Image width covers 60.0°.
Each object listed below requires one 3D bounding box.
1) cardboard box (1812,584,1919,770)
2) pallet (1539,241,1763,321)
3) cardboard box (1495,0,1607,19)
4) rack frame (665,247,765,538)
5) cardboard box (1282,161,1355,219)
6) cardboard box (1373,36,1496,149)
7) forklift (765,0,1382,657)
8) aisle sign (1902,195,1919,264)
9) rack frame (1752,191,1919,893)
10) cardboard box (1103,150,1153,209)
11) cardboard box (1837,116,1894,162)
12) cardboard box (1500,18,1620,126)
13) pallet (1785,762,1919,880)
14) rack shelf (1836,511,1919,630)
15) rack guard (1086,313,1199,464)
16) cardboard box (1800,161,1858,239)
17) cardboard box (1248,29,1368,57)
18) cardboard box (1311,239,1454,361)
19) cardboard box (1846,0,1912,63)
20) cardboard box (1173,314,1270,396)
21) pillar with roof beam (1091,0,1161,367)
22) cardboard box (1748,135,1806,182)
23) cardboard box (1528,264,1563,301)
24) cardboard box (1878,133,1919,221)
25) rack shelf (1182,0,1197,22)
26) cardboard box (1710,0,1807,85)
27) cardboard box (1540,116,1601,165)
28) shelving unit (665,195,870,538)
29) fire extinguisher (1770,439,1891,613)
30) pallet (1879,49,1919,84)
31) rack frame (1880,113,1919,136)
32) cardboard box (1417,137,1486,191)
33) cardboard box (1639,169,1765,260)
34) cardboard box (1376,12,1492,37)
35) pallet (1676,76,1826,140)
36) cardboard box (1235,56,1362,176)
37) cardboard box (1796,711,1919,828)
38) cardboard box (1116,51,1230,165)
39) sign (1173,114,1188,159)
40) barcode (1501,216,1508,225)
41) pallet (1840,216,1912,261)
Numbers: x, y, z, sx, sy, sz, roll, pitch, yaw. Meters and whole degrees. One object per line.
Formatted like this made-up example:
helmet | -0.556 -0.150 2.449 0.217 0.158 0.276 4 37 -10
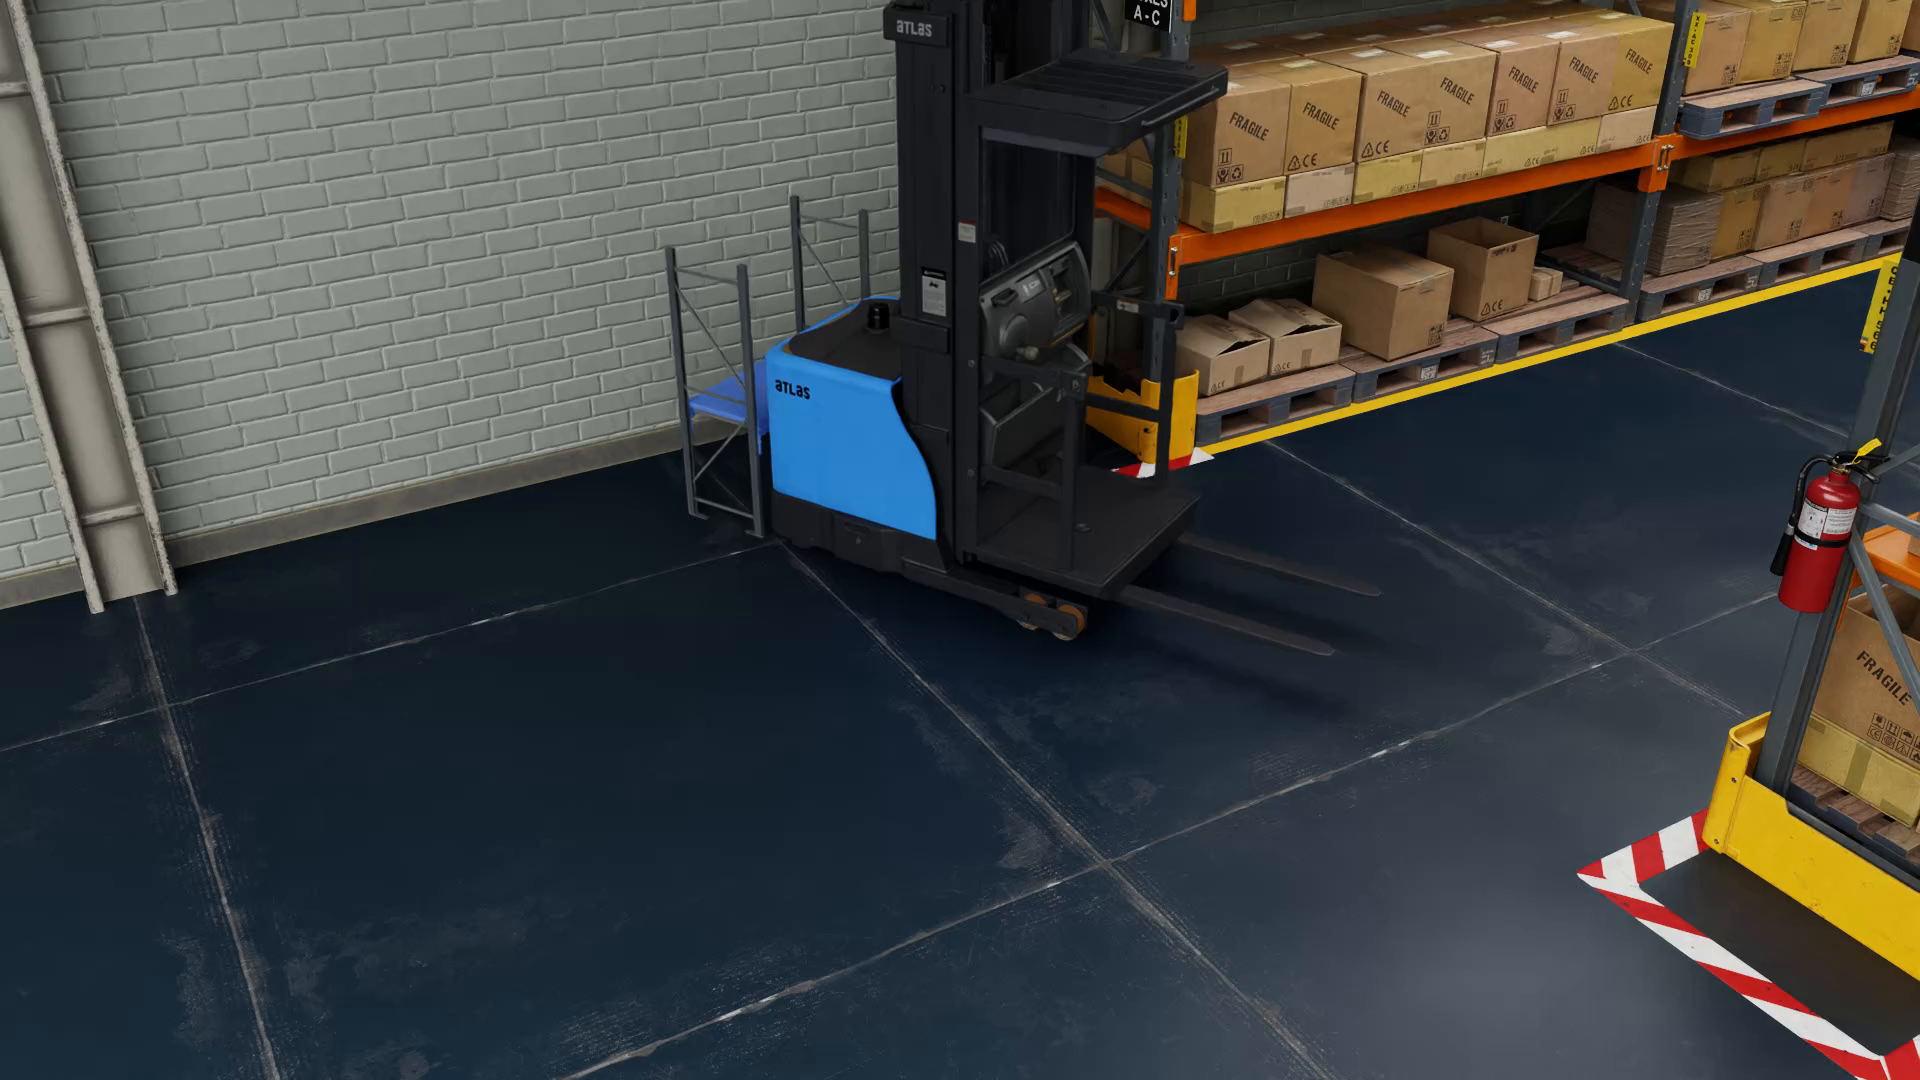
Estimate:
cardboard box | 3.698 0.496 6.381 0.500 0.500 0.500 -16 33 -26
pallet | 4.993 -1.952 12.069 1.213 0.211 1.003 -16 33 -26
cardboard box | 3.811 -3.225 10.848 0.500 0.500 0.500 -17 33 -27
rack frame | -1.251 -0.738 8.534 0.500 1.500 0.032 17 33 28
cardboard box | 1.895 -2.066 9.524 0.500 0.250 0.500 -17 33 -28
cardboard box | 2.756 -2.638 9.784 0.500 0.500 0.500 -15 32 -25
forklift | 0.535 -1.100 7.709 3.031 2.935 1.130 17 33 28
aisle sign | 3.181 -1.185 5.101 0.004 0.787 0.394 -16 33 -26
rack frame | 3.386 0.060 5.537 0.127 3.000 1.000 -16 33 -26
cardboard box | 1.178 -2.141 9.660 0.500 0.250 0.500 -15 32 -26
cardboard box | 6.653 -3.076 12.575 0.500 0.250 0.500 -15 32 -25
cardboard box | 3.644 -2.884 10.230 0.500 0.500 0.500 -16 33 -27
pallet | 4.024 1.076 6.582 1.213 0.211 1.003 -16 33 -26
rack shelf | 5.111 -0.115 6.598 4.000 0.370 1.077 -16 33 -26
rack guard | 0.939 -0.927 9.912 0.348 0.500 1.175 -16 33 -26
cardboard box | 6.259 -2.650 12.580 0.500 0.500 0.700 -16 33 -27
cardboard box | 2.055 -2.726 9.943 0.500 0.500 0.500 -17 33 -28
cardboard box | 2.665 -1.531 10.552 0.500 0.500 0.700 -18 34 -29
cardboard box | 6.308 -3.764 11.907 0.500 0.500 0.700 -16 33 -26
cardboard box | 1.515 -1.150 10.057 0.500 0.311 0.500 -20 35 -32
pillar with roof beam | 3.220 -3.368 5.539 0.400 9.000 9.100 -16 33 -26
cardboard box | 5.773 -2.834 12.136 0.500 0.250 0.500 -17 33 -28
cardboard box | 3.876 -1.791 11.367 0.250 0.166 0.380 -21 35 -33
cardboard box | 7.176 -2.861 12.962 0.500 0.500 0.700 -15 32 -26
rack shelf | 2.598 -3.491 9.611 4.000 0.370 1.077 -16 33 -26
cardboard box | 5.264 -3.463 11.361 0.500 0.500 0.700 -12 31 -21
cardboard box | 3.633 -2.564 10.427 0.500 0.250 0.500 -16 33 -26
shelving unit | -0.978 -0.945 8.910 0.538 1.500 1.048 17 33 28
fire extinguisher | 3.049 -0.071 5.854 0.183 0.674 0.296 -16 33 -26
pallet | 7.210 -3.658 12.473 1.003 0.211 1.213 -16 33 -26
rack frame | 7.771 -3.961 12.823 0.127 3.000 1.000 -16 33 -26
cardboard box | 2.775 -2.311 9.968 0.500 0.250 0.500 -16 32 -26
cardboard box | 5.368 -2.415 12.153 0.500 0.500 0.700 -17 33 -27
cardboard box | 2.931 -2.981 10.405 0.500 0.500 0.500 -15 32 -25
pallet | 5.055 -3.024 11.324 1.213 0.211 1.003 -16 33 -26
cardboard box | 1.868 -2.383 9.321 0.500 0.500 0.500 -16 33 -26
cardboard box | 3.699 0.826 6.561 0.500 0.250 0.500 -16 33 -26
cardboard box | 1.172 -2.478 9.494 0.500 0.500 0.500 -16 33 -27
sign | 1.148 -2.156 8.656 0.005 0.325 0.100 -16 33 -26
barcode | 3.735 -2.188 11.411 0.075 0.075 0.001 -16 33 -26
pallet | 7.096 -2.550 13.151 1.213 0.211 1.003 -16 33 -26
